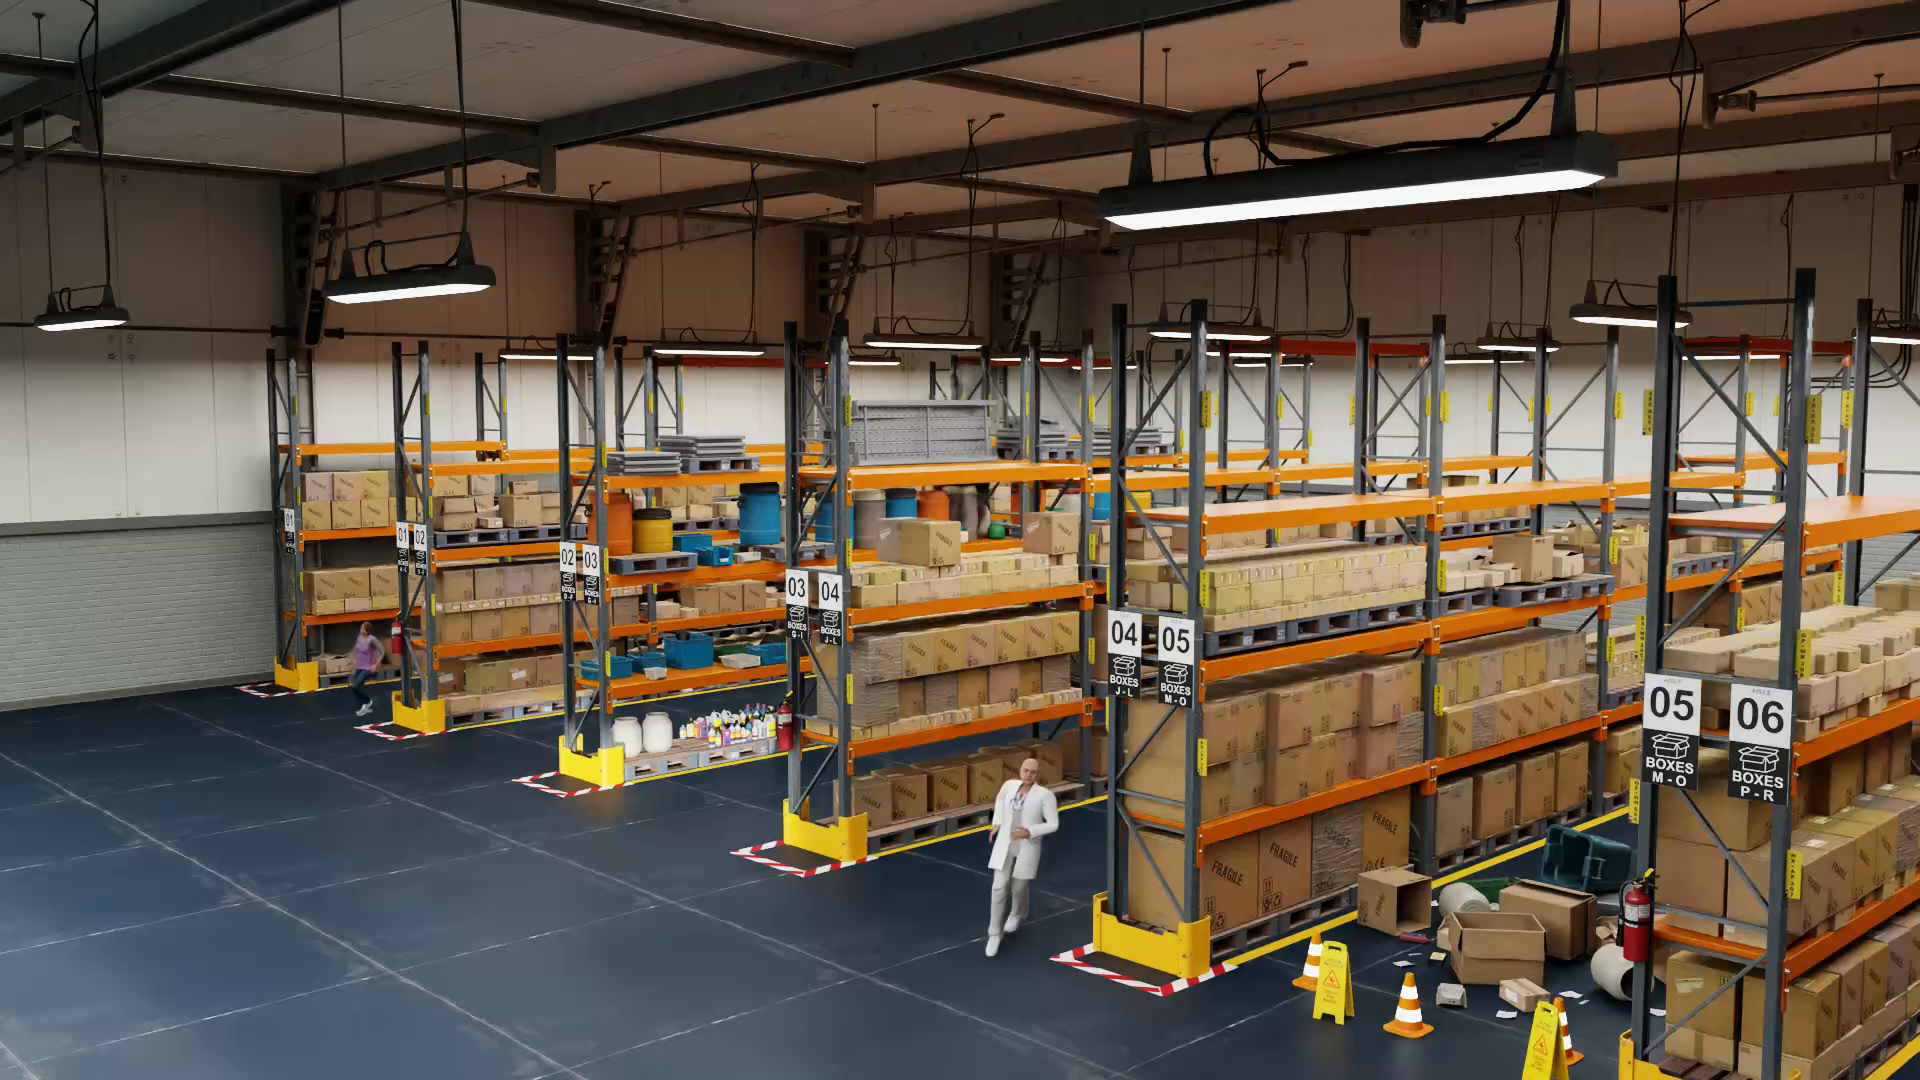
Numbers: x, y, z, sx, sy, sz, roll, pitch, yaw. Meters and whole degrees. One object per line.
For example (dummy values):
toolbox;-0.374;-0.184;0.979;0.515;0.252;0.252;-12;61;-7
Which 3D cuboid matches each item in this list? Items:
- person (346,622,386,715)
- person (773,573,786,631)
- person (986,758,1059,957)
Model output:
person;-9.573;2.077;26.738;0.602;1.542;0.539;3;6;33
person;-3.478;1.490;32.761;0.665;1.710;0.821;4;7;42
person;0.608;2.937;15.652;0.696;1.802;0.899;2;5;17
